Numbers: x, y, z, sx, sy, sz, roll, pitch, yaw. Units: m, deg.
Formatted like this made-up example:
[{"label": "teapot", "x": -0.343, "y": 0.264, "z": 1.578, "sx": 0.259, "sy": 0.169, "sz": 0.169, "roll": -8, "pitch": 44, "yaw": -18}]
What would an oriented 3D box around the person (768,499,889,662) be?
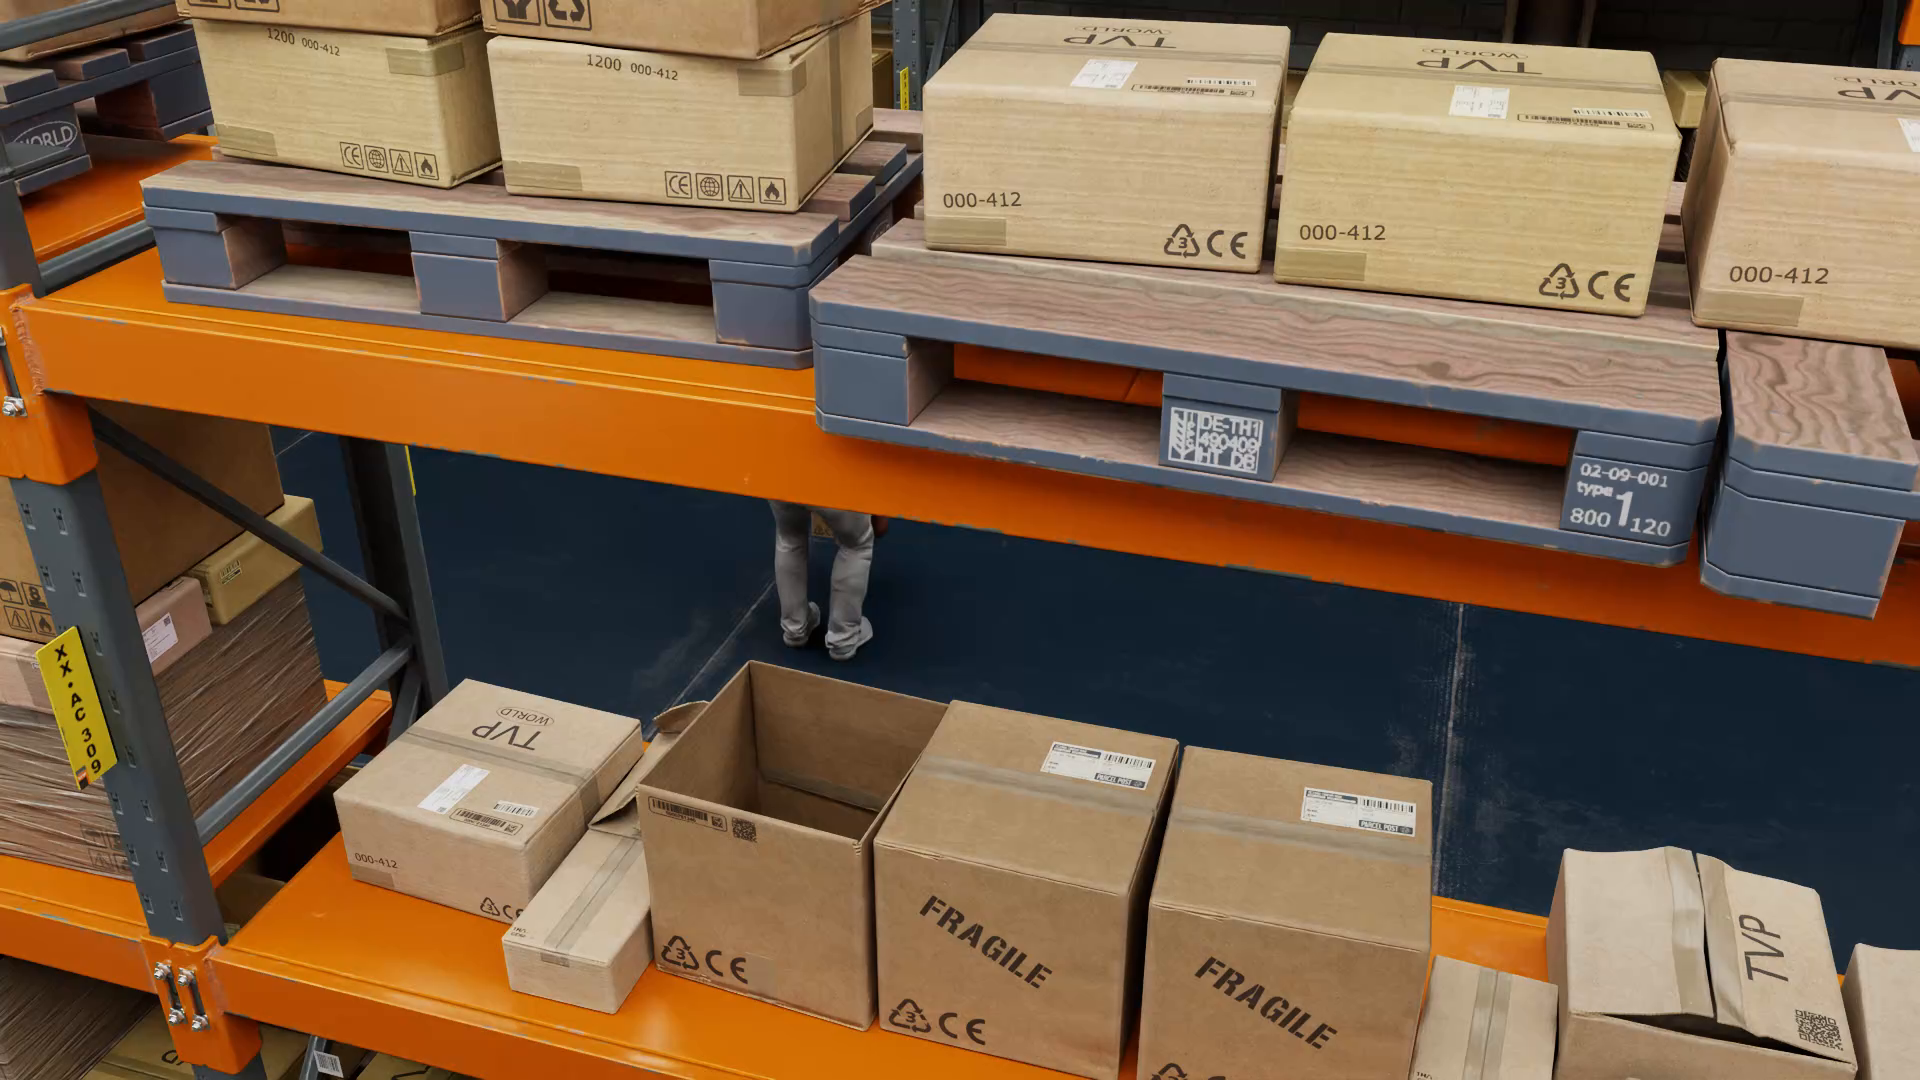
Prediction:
[{"label": "person", "x": -0.545, "y": -0.198, "z": 7.044, "sx": 0.476, "sy": 1.193, "sz": 0.967, "roll": 8, "pitch": 30, "yaw": 13}]
